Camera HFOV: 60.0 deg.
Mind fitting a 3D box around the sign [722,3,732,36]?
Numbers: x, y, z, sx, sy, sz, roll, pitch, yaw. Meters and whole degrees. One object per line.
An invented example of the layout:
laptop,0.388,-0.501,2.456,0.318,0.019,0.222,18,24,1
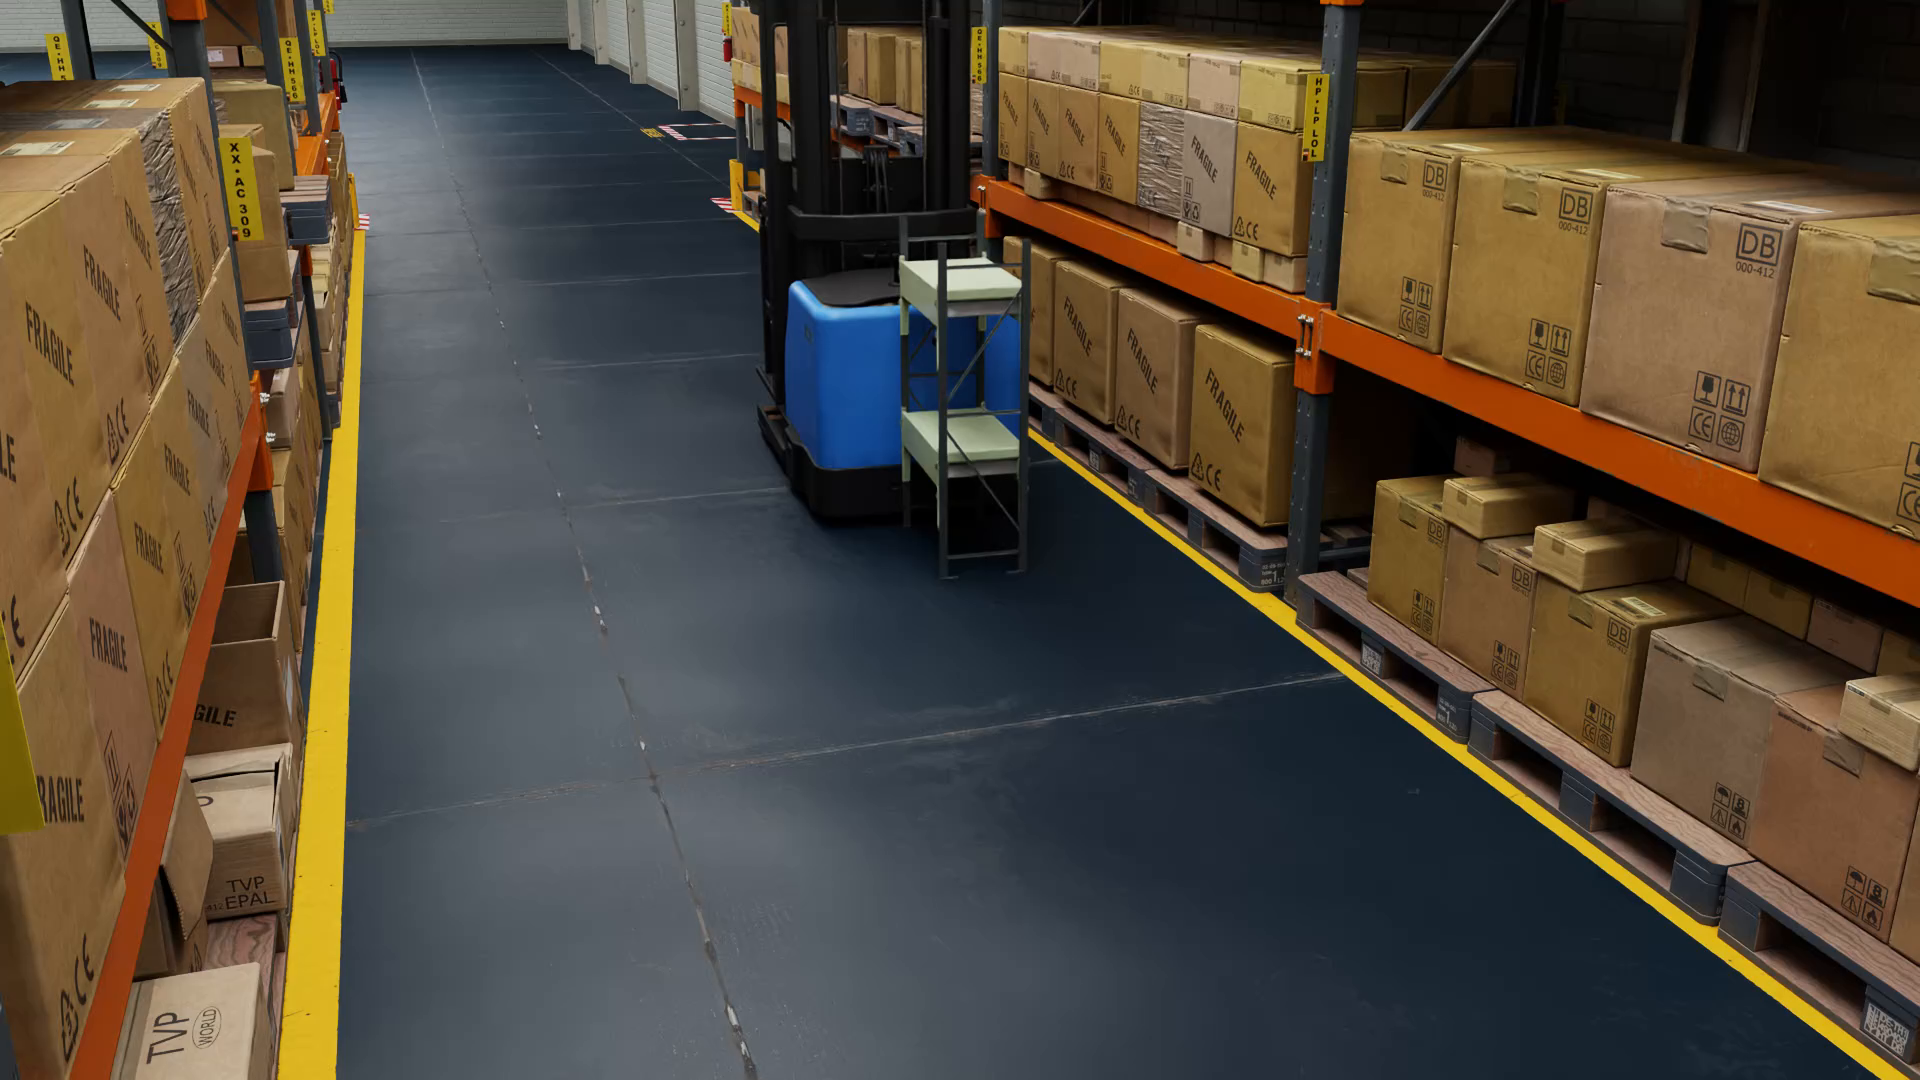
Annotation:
sign,-2.400,-5.381,17.181,0.100,0.325,0.005,-6,21,-17

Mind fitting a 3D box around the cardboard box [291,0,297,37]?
cardboard box,-5.791,-4.343,13.502,0.700,0.500,0.500,-6,21,-17

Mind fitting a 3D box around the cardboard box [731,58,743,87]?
cardboard box,-2.033,-4.780,16.980,0.500,0.250,0.500,-7,21,-19

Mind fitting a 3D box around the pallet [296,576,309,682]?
pallet,-3.106,0.402,6.485,1.003,0.211,1.213,-6,21,-17

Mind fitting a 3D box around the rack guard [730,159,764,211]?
rack guard,-1.861,-3.831,17.842,1.175,0.500,0.348,-6,21,-17

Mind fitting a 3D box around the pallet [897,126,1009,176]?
pallet,0.305,-2.591,10.978,1.213,0.211,1.003,-6,21,-17

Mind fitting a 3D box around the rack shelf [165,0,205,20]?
rack shelf,-2.186,-1.085,3.125,1.077,0.370,4.000,-6,21,-17

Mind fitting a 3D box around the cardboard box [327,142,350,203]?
cardboard box,-5.807,-3.301,15.006,0.500,0.500,0.500,-6,21,-17

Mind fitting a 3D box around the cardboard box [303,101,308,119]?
cardboard box,-5.800,-3.739,13.742,0.700,0.500,0.500,-6,21,-16

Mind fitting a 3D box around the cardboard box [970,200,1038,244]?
cardboard box,0.234,-2.263,11.717,0.500,0.250,0.500,-6,21,-16

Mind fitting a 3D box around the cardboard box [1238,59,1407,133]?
cardboard box,1.498,-1.853,6.911,0.500,0.250,0.500,-6,21,-16

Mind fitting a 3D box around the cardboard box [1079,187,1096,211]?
cardboard box,0.874,-1.899,9.109,0.380,0.149,0.250,-6,21,-16

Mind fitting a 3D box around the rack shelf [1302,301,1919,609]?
rack shelf,2.516,-0.200,5.101,1.077,0.370,4.000,-6,21,-17

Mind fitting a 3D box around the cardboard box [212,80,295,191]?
cardboard box,-3.767,-1.991,8.254,0.700,0.500,0.500,-15,24,-35

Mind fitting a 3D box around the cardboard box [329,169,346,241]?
cardboard box,-5.177,-2.659,13.219,0.500,0.500,0.500,-6,21,-17

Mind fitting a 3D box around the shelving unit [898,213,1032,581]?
shelving unit,0.011,-0.663,7.545,0.431,1.500,0.755,-5,20,-14

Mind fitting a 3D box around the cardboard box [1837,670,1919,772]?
cardboard box,2.535,0.459,4.319,0.380,0.149,0.250,-6,21,-16

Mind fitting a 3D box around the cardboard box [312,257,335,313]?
cardboard box,-4.289,-1.635,10.648,0.500,0.311,0.500,-7,21,-19

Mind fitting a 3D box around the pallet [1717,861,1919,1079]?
pallet,2.819,1.167,4.355,1.003,0.211,1.213,-6,21,-17

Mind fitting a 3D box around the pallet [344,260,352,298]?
pallet,-5.539,-2.168,13.639,1.003,0.211,1.213,-6,21,-17

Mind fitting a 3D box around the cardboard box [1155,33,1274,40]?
cardboard box,1.336,-2.564,8.891,0.500,0.250,0.500,-7,21,-19

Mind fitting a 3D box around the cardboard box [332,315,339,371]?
cardboard box,-4.116,-1.201,10.269,0.500,0.250,0.500,-7,21,-19

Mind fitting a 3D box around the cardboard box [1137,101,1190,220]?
cardboard box,1.183,-1.823,7.938,0.500,0.500,0.500,-6,21,-17

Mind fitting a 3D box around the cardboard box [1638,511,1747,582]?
cardboard box,2.497,0.011,5.567,0.380,0.149,0.250,-6,21,-17

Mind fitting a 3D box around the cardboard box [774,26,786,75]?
cardboard box,-1.380,-4.481,15.037,0.500,0.500,0.500,-7,21,-19

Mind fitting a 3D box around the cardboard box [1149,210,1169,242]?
cardboard box,1.154,-1.563,8.172,0.380,0.149,0.250,-7,21,-19

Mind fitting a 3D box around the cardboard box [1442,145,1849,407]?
cardboard box,2.266,-0.911,5.572,0.980,0.700,0.700,-7,21,-19

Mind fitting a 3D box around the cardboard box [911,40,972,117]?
cardboard box,0.060,-3.266,11.772,0.700,0.500,0.500,-6,21,-17

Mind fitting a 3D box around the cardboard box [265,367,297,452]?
cardboard box,-3.049,-0.539,6.917,0.500,0.250,0.500,-6,21,-17

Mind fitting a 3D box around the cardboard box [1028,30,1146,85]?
cardboard box,0.698,-2.668,9.181,0.500,0.250,0.500,-7,21,-18

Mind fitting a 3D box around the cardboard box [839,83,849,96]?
cardboard box,-1.064,-3.807,14.269,0.500,0.250,0.500,-6,21,-17

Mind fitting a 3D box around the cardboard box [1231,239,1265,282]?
cardboard box,1.410,-1.229,7.242,0.380,0.149,0.250,-6,21,-16

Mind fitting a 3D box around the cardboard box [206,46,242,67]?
cardboard box,-5.618,-3.637,12.498,0.380,0.149,0.250,-6,21,-17

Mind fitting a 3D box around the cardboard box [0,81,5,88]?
cardboard box,-2.933,-0.990,4.608,0.500,0.500,0.500,-6,21,-16

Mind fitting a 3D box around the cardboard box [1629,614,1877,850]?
cardboard box,2.513,0.546,5.036,0.700,0.500,0.500,-7,21,-19

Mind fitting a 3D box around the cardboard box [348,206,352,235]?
cardboard box,-5.654,-2.787,14.684,0.500,0.250,0.500,-6,21,-17

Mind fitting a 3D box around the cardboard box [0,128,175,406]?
cardboard box,-1.931,-0.549,3.379,0.500,0.500,0.500,-7,21,-18

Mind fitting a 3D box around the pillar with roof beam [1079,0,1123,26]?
pillar with roof beam,-3.044,-5.339,9.470,9.100,9.000,0.400,-6,21,-17

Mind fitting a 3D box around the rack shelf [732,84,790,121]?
rack shelf,-1.256,-4.051,15.822,1.077,0.370,4.000,-6,21,-17

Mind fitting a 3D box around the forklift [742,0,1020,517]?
forklift,-0.547,-1.953,9.017,1.130,2.935,3.031,-5,20,-14

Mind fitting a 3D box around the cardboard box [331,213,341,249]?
cardboard box,-4.929,-2.288,12.467,0.500,0.311,0.500,-6,21,-17

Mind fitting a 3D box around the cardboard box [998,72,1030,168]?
cardboard box,0.540,-2.478,9.760,0.500,0.500,0.500,-6,21,-16

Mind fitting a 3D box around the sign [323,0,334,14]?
sign,-6.067,-5.214,15.931,0.100,0.325,0.005,-6,21,-17

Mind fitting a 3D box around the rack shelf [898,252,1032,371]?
rack shelf,0.011,-1.031,7.413,0.431,0.370,0.720,-5,20,-14

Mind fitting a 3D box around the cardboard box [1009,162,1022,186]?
cardboard box,0.514,-2.225,10.017,0.380,0.149,0.250,-7,21,-18

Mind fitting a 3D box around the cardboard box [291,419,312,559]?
cardboard box,-3.063,-0.196,7.072,0.500,0.500,0.500,-6,21,-17

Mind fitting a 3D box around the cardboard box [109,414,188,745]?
cardboard box,-1.768,0.087,3.090,0.500,0.500,0.500,-6,21,-17

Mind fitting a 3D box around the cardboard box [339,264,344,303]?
cardboard box,-4.766,-1.859,12.102,0.500,0.250,0.500,-7,21,-18

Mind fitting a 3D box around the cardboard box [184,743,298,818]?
cardboard box,-2.191,0.748,4.963,0.380,0.149,0.250,-6,21,-17

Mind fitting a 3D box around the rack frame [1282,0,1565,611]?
rack frame,1.887,-1.181,6.766,1.000,3.000,0.127,-6,21,-17

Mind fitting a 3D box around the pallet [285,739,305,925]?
pallet,-2.599,0.880,5.155,1.003,0.211,1.213,-6,21,-17

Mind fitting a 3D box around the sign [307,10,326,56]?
sign,-4.817,-3.789,12.432,0.100,0.325,0.005,-6,21,-17

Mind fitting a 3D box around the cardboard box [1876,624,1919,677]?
cardboard box,2.820,0.338,4.654,0.380,0.149,0.250,-6,21,-17

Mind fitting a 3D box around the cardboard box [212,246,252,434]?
cardboard box,-2.414,-0.567,4.910,0.500,0.500,0.500,-6,21,-16

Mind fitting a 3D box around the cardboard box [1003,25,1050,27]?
cardboard box,0.378,-3.233,10.722,0.380,0.149,0.250,-10,22,-26

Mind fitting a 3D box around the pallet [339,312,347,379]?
pallet,-4.673,-1.284,11.178,1.003,0.211,1.213,-6,21,-17

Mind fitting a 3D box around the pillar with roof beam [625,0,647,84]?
pillar with roof beam,-10.588,-13.041,30.912,9.100,9.000,0.400,-6,21,-17

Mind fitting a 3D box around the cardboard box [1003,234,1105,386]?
cardboard box,0.737,-1.400,9.937,0.750,0.750,0.750,-7,21,-18

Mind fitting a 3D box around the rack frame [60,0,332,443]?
rack frame,-4.072,-1.937,8.871,1.000,3.000,0.127,-6,21,-17

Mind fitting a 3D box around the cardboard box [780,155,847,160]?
cardboard box,-1.390,-3.407,16.011,0.700,0.500,0.500,-8,21,-21
